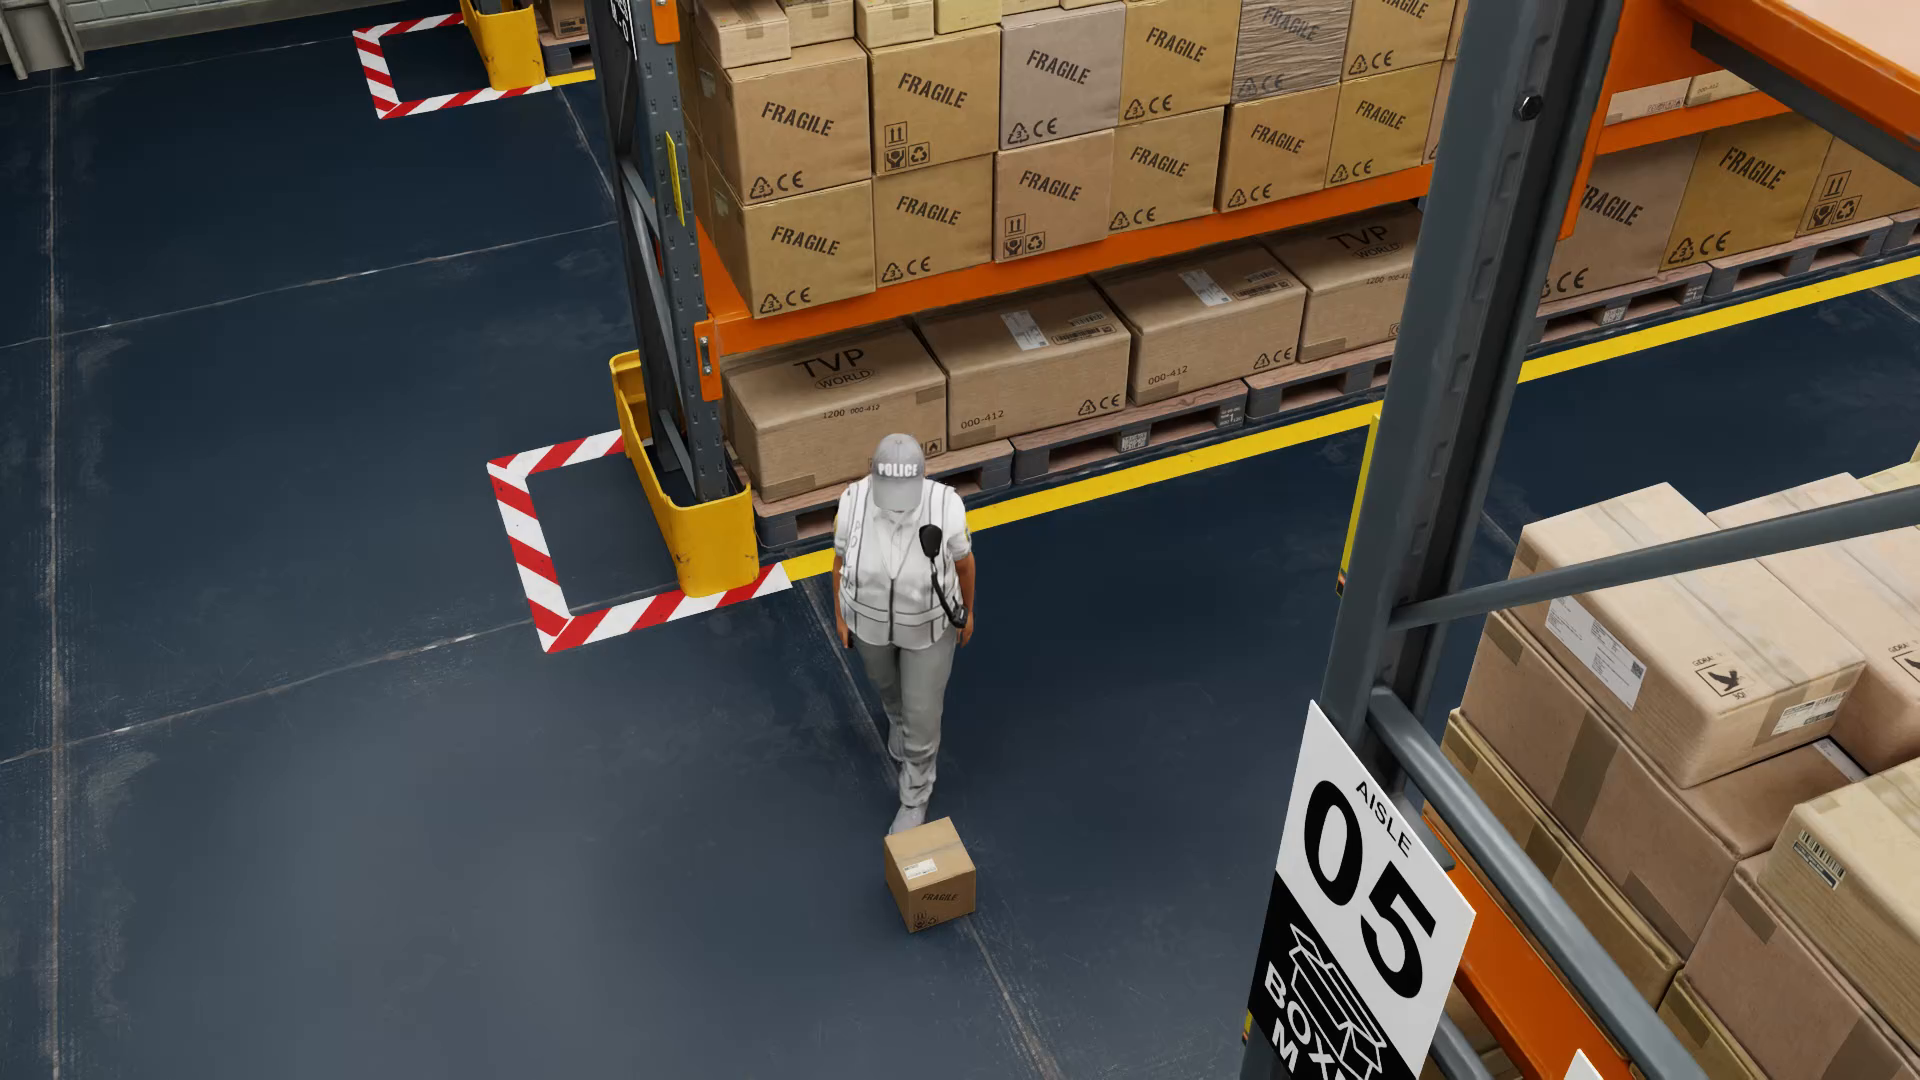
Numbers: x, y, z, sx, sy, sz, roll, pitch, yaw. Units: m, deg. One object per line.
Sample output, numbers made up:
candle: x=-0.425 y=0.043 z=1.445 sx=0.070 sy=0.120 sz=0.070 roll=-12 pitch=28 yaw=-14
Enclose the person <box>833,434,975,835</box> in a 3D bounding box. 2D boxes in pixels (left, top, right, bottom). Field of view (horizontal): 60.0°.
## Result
person: x=-0.210 y=0.303 z=5.819 sx=0.487 sy=1.654 sz=0.711 roll=7 pitch=42 yaw=8
